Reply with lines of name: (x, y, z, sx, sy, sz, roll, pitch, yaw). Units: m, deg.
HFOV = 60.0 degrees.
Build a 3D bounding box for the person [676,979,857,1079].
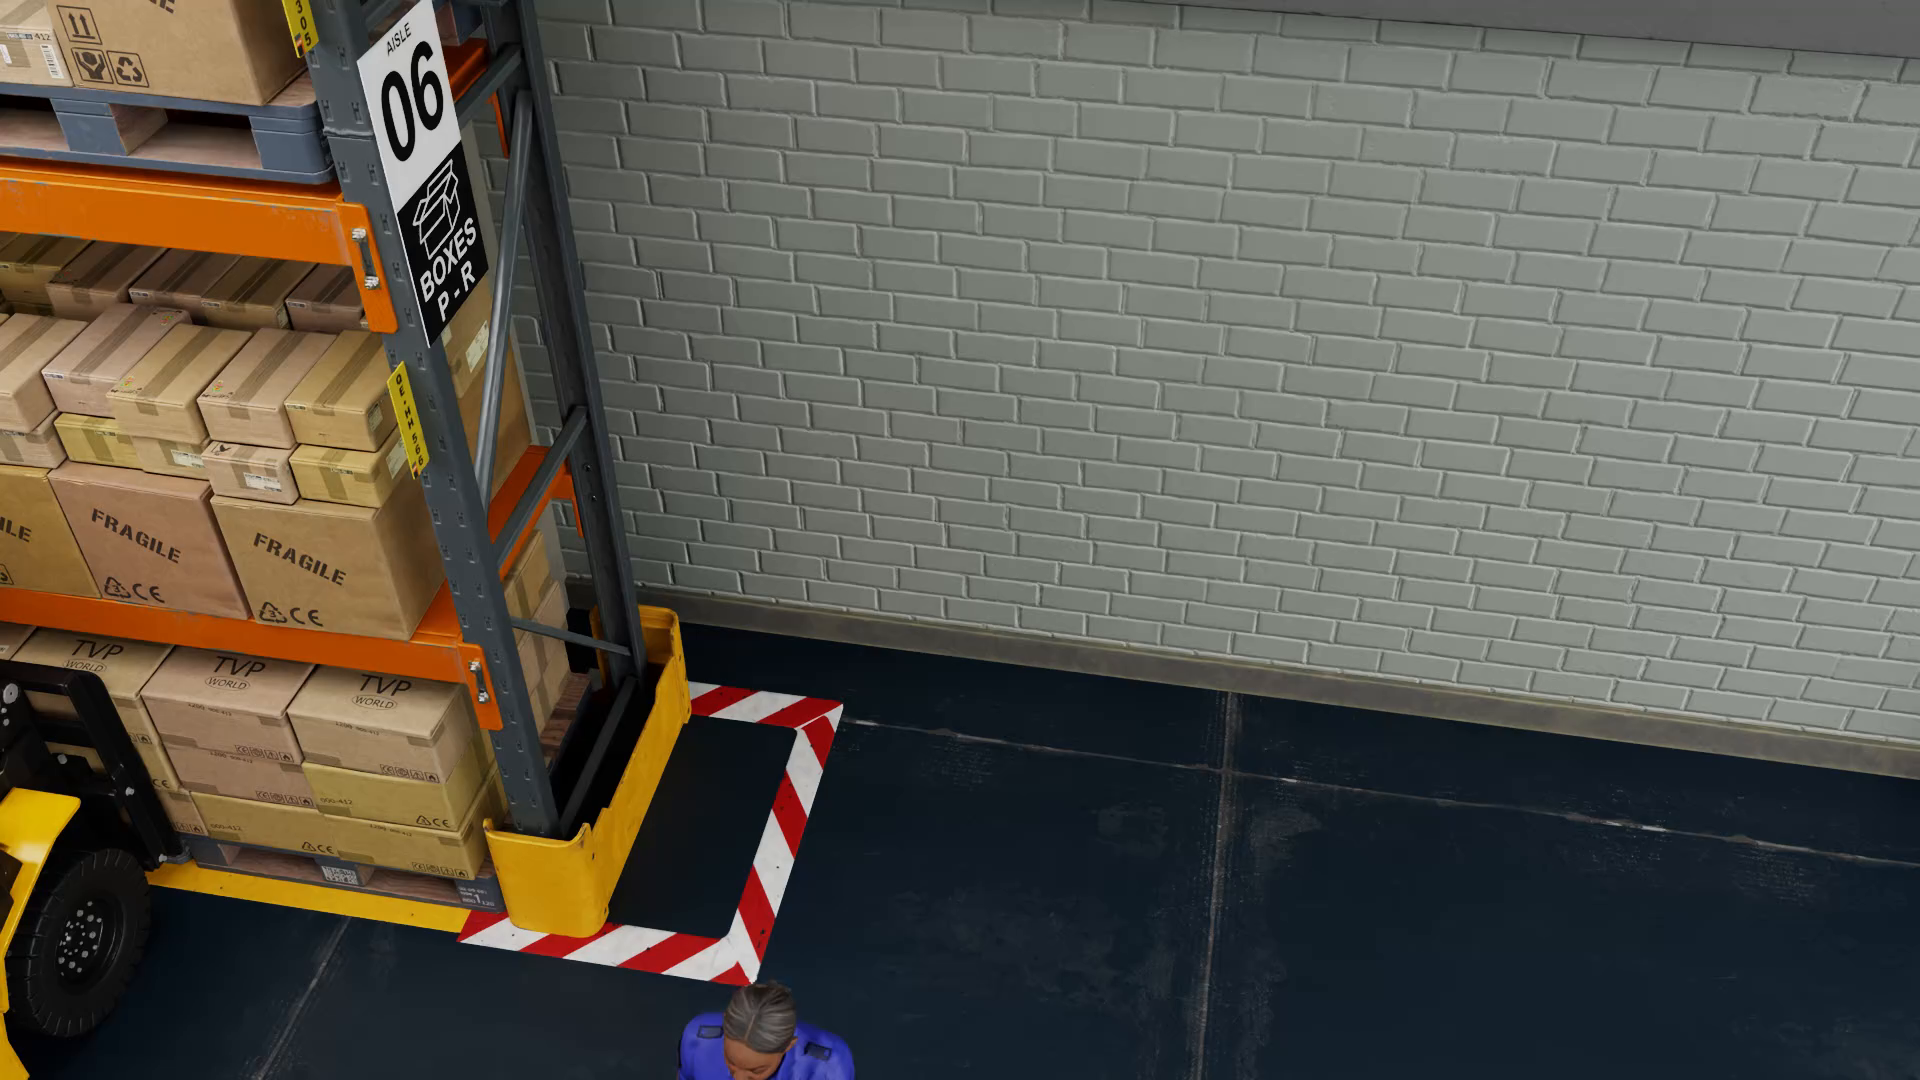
person: (-0.477, 1.569, 4.316, 0.482, 1.655, 0.448, 2, 41, 3)
